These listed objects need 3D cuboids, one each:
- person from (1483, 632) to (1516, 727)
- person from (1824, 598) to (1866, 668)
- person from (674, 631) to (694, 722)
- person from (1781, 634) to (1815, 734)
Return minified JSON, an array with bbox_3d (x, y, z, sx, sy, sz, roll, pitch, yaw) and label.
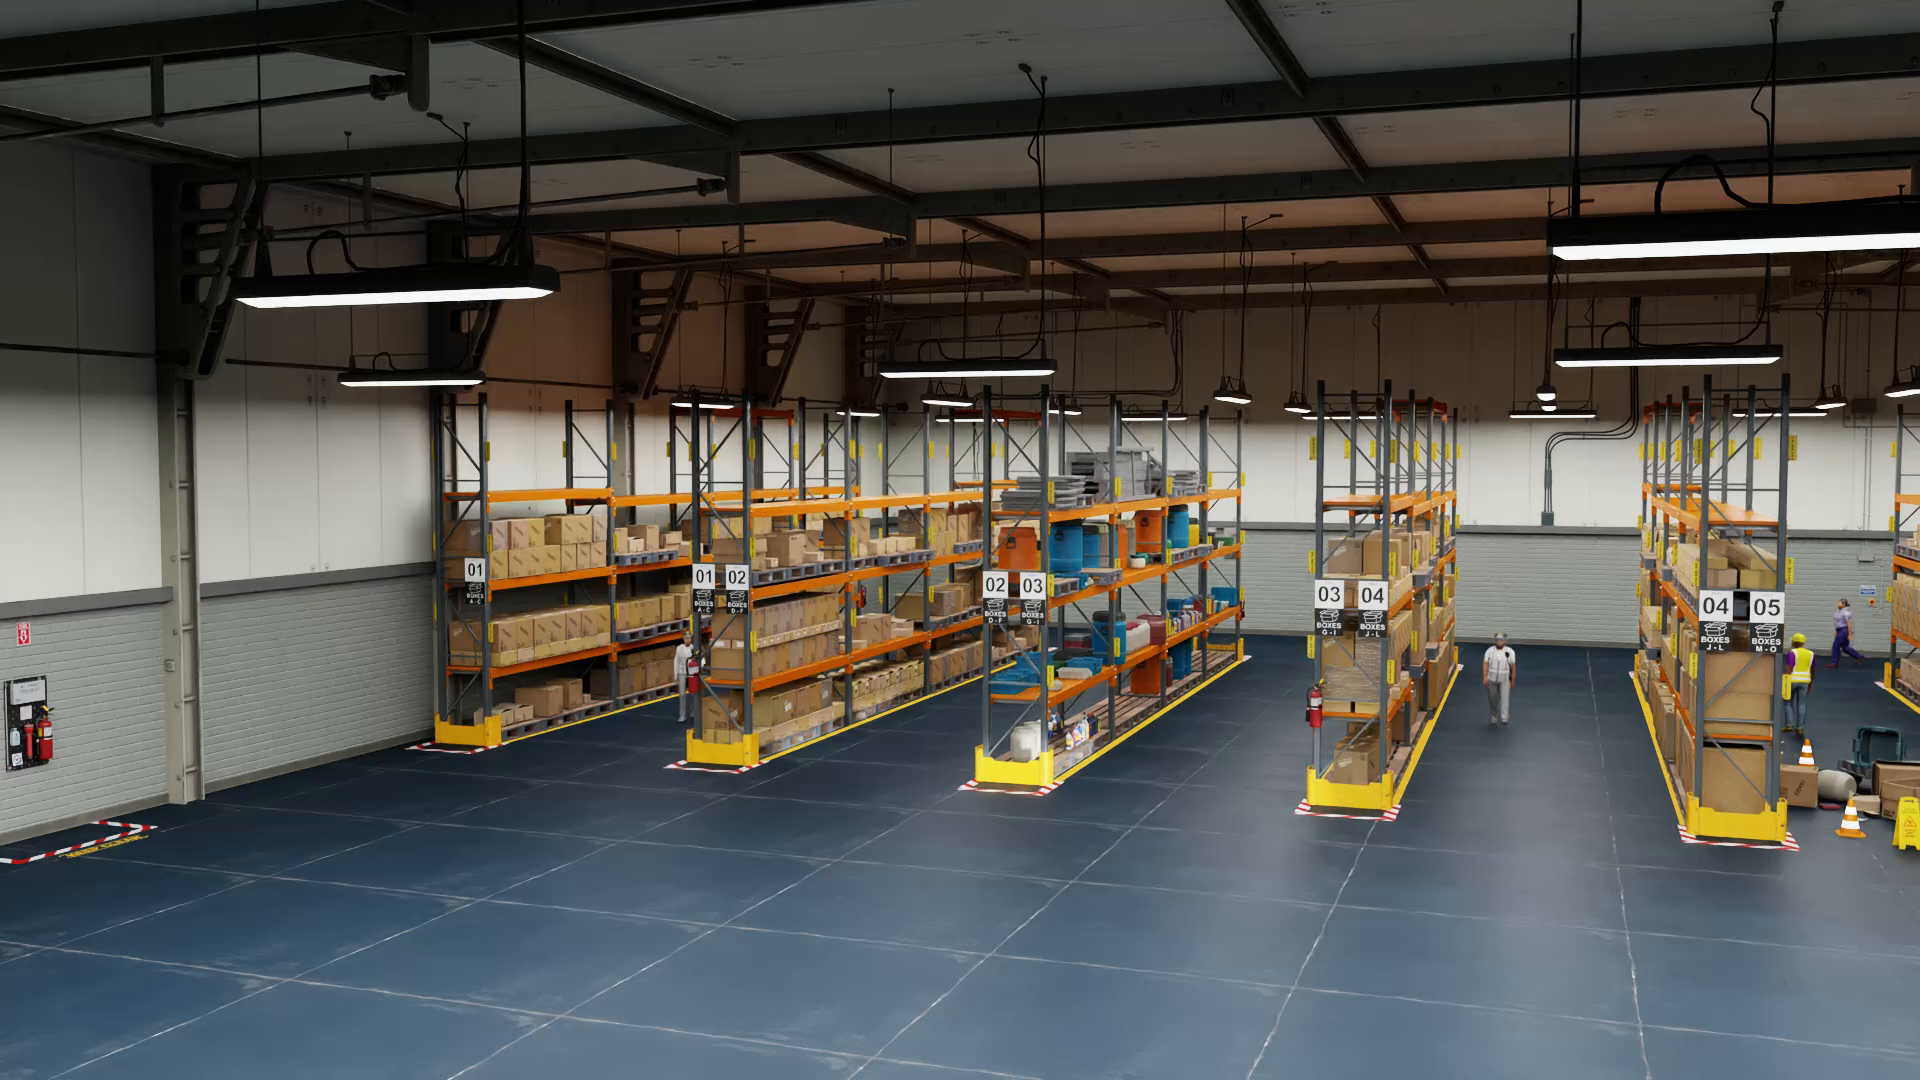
[{"bbox_3d":[9.745,2.525,30.122,0.547,1.705,1.082,1,3,26],"label":"person"},{"bbox_3d":[20.424,2.145,38.349,0.916,1.606,0.479,1,3,14],"label":"person"},{"bbox_3d":[-5.076,2.520,31.059,0.523,1.670,0.763,0,3,-9],"label":"person"},{"bbox_3d":[14.911,2.574,29.523,0.533,1.808,0.602,1,3,15],"label":"person"}]
